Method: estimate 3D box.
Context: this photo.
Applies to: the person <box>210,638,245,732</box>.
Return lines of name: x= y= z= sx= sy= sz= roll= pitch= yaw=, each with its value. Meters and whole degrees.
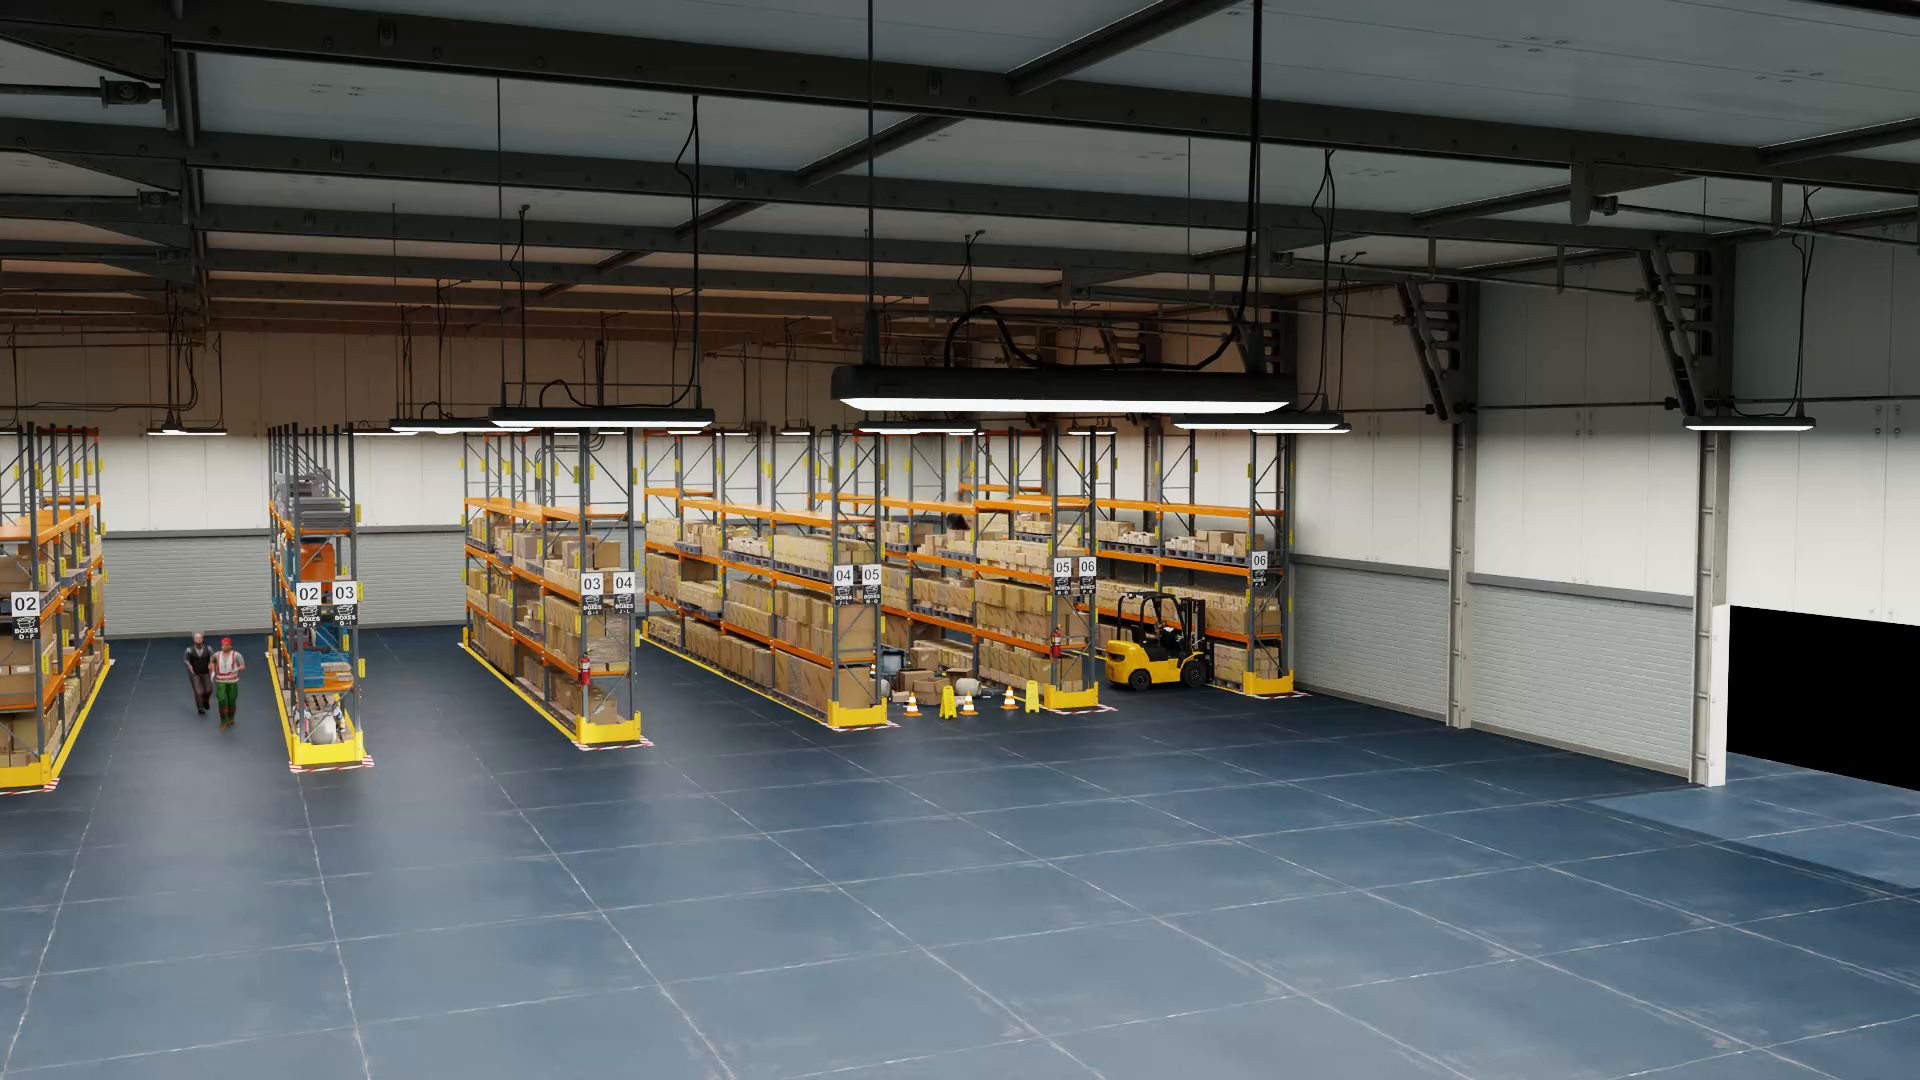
person: x=-14.426 y=2.837 z=32.775 sx=0.639 sy=1.845 sz=0.783 roll=-1 pitch=4 yaw=-23

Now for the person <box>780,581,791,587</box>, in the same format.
person: x=-5.312 y=1.759 z=50.905 sx=0.573 sy=1.725 sz=0.738 roll=-1 pitch=4 yaw=-16

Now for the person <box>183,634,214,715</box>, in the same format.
person: x=-15.731 y=2.777 z=34.434 sx=0.638 sy=1.675 sz=0.576 roll=-2 pitch=4 yaw=-30

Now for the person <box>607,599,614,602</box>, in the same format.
person: x=-9.913 y=2.024 z=46.635 sx=0.718 sy=1.711 sz=0.591 roll=0 pitch=3 yaw=0
